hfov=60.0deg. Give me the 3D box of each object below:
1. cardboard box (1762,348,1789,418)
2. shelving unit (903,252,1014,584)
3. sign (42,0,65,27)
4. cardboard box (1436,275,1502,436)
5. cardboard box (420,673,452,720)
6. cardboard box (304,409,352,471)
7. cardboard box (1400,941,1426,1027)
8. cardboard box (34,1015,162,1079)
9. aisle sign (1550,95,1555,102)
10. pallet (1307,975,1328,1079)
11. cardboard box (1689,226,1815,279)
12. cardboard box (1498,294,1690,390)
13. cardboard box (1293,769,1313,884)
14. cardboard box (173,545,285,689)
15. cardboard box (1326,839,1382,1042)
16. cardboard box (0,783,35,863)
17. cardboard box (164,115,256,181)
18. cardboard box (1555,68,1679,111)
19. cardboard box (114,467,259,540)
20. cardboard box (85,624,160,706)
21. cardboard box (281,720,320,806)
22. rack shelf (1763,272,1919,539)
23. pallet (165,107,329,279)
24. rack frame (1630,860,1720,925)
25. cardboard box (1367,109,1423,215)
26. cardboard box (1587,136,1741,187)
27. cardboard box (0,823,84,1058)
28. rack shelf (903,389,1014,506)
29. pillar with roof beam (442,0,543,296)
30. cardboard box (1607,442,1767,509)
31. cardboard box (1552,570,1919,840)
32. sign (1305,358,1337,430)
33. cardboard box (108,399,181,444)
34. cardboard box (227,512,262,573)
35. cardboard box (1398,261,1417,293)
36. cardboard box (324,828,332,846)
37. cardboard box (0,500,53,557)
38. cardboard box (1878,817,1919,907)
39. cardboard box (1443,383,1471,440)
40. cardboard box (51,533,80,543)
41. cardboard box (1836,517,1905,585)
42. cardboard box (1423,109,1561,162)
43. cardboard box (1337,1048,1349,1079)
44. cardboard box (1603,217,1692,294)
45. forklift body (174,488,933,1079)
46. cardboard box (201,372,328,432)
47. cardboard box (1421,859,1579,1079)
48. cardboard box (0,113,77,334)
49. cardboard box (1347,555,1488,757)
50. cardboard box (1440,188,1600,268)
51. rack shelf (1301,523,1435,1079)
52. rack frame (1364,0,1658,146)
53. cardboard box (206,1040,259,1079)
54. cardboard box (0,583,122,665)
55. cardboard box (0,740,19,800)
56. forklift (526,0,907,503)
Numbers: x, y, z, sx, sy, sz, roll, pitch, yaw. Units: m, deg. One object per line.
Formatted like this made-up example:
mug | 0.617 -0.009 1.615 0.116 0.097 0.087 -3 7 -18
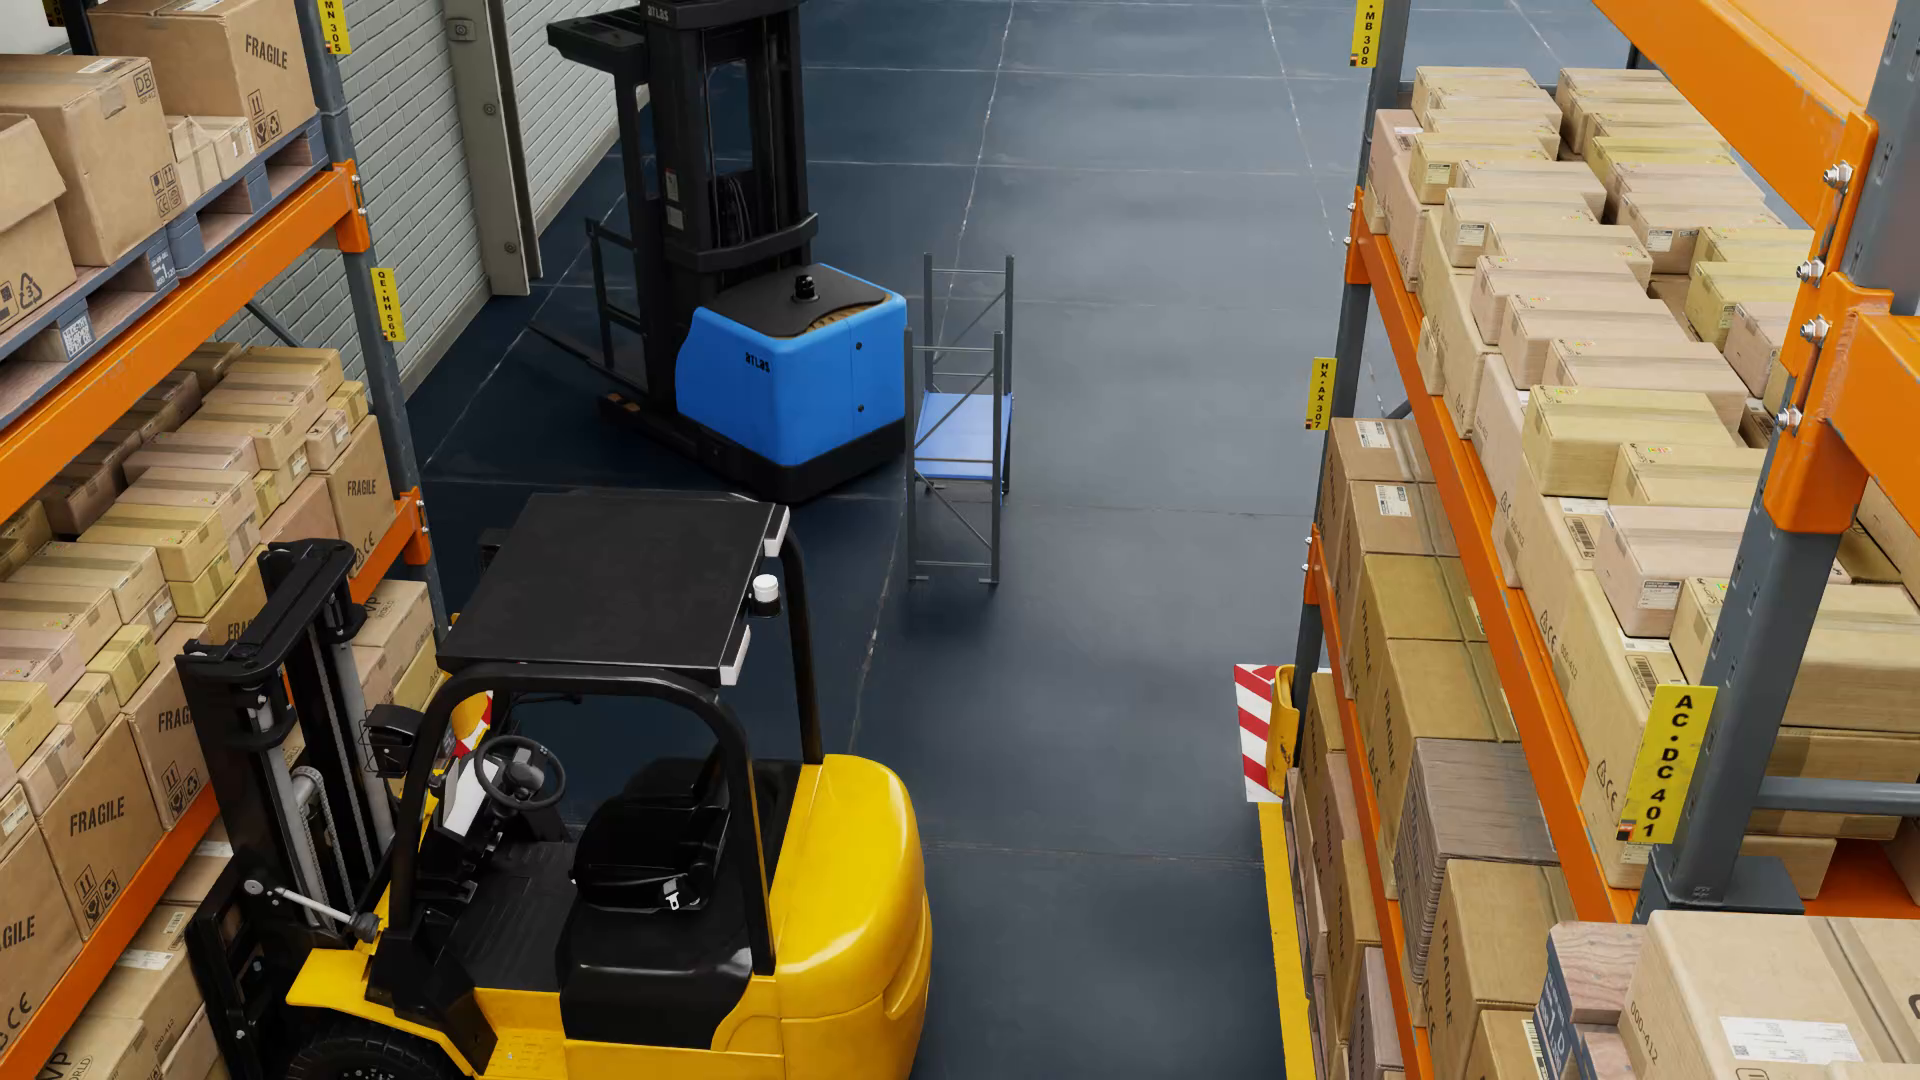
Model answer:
cardboard box | 2.089 -0.317 3.806 0.380 0.149 0.250 1 32 2
shelving unit | 0.007 -0.683 9.209 0.538 1.500 1.048 2 32 4
sign | -3.477 -2.125 6.352 0.100 0.325 0.005 2 32 4
cardboard box | 1.587 -0.492 4.471 0.500 0.250 0.500 3 32 5
cardboard box | -2.648 0.836 7.536 0.500 0.250 0.500 3 32 4
cardboard box | -2.664 -0.406 6.616 0.380 0.149 0.250 3 32 5
cardboard box | 1.499 1.281 4.832 0.380 0.149 0.250 2 32 3
cardboard box | -2.846 1.736 5.122 0.500 0.250 0.500 3 32 4
aisle sign | 2.317 -1.332 6.355 0.394 0.787 0.004 2 32 4
pallet | 1.814 2.081 5.952 1.003 0.211 1.213 2 32 4
cardboard box | 2.199 -0.722 4.463 0.380 0.149 0.250 3 32 5
cardboard box | 1.544 -0.480 4.070 0.380 0.149 0.250 3 32 5
cardboard box | 1.682 1.196 6.950 0.500 0.250 0.500 2 32 4
cardboard box | -2.796 0.349 6.009 0.500 0.500 0.500 2 32 3
cardboard box | 1.593 1.425 5.864 0.500 0.500 0.500 3 32 5
cardboard box | -2.855 0.803 4.654 0.380 0.149 0.250 3 32 5
cardboard box | -2.689 -1.361 5.764 0.380 0.149 0.250 2 32 3
cardboard box | 2.290 -1.525 5.767 0.380 0.149 0.250 3 32 4
cardboard box | -2.732 -0.128 5.882 0.380 0.149 0.250 3 32 5
cardboard box | -2.816 0.394 5.318 0.380 0.149 0.250 2 32 3
cardboard box | -2.718 0.936 6.419 0.500 0.250 0.500 3 32 5
rack shelf | 1.535 0.855 0.633 1.077 0.370 4.000 2 32 4
pallet | -3.008 -1.286 5.983 1.003 0.211 1.213 2 32 4
rack frame | 1.698 1.886 3.610 1.000 3.000 0.127 2 32 4
cardboard box | 1.717 -1.294 5.771 0.500 0.250 0.500 2 32 3
cardboard box | 2.156 -1.127 5.121 0.380 0.149 0.250 3 32 4
cardboard box | -2.928 1.140 4.727 0.500 0.500 0.500 3 32 5
rack shelf | 0.007 -0.530 9.304 0.538 0.185 1.000 2 32 4
pillar with roof beam | 0.900 -5.597 10.036 9.100 9.000 0.400 2 32 4
cardboard box | 1.561 -0.070 3.405 0.380 0.149 0.250 3 32 5
cardboard box | 1.465 0.303 3.179 0.500 0.250 0.500 2 32 4
sign | 1.482 -0.597 6.815 0.100 0.325 0.005 2 32 4
cardboard box | -3.227 -0.420 6.356 0.380 0.149 0.250 3 32 5
cardboard box | -2.753 -0.002 5.961 0.380 0.149 0.250 1 32 2
cardboard box | 1.685 -0.938 5.573 0.380 0.149 0.250 3 32 5
cardboard box | -2.725 1.164 6.526 0.500 0.250 0.500 2 32 3
cardboard box | -3.378 -0.020 5.706 0.380 0.149 0.250 2 32 3
cardboard box | 1.970 0.562 3.139 0.380 0.149 0.250 2 32 3
cardboard box | 1.590 -0.400 4.701 0.380 0.149 0.250 2 32 3
cardboard box | -3.367 -0.039 6.021 0.380 0.149 0.250 3 32 4
cardboard box | 2.039 0.058 3.577 0.500 0.250 0.500 2 32 4
cardboard box | 1.704 -1.277 5.364 0.380 0.149 0.250 2 32 4
cardboard box | 1.557 2.013 5.626 0.500 0.250 0.500 3 32 5
cardboard box | 2.170 -0.732 4.859 0.500 0.250 0.500 3 32 5
forklift body | -1.260 1.015 5.832 2.313 2.155 1.214 2 32 4
cardboard box | -2.733 -0.534 6.541 0.380 0.149 0.250 3 32 4
cardboard box | 1.521 1.205 4.338 0.500 0.500 0.500 3 32 6
cardboard box | -2.986 -0.880 4.646 0.797 0.503 0.637 3 32 6
cardboard box | 1.629 0.399 5.645 0.500 0.500 0.500 2 32 3
cardboard box | 1.582 -0.882 4.723 0.380 0.149 0.250 3 32 5
rack shelf | 1.860 1.147 5.496 1.077 0.370 4.000 2 32 4
rack frame | 2.023 -2.759 5.430 1.000 3.000 0.127 2 32 4
cardboard box | -2.828 1.894 5.819 0.500 0.250 0.500 3 32 5
cardboard box | -2.900 0.269 5.238 0.380 0.149 0.250 3 32 4
cardboard box | -2.862 0.672 4.583 0.380 0.149 0.250 3 32 5
forklift | -1.702 -2.133 10.198 3.031 2.935 1.130 27 41 37
